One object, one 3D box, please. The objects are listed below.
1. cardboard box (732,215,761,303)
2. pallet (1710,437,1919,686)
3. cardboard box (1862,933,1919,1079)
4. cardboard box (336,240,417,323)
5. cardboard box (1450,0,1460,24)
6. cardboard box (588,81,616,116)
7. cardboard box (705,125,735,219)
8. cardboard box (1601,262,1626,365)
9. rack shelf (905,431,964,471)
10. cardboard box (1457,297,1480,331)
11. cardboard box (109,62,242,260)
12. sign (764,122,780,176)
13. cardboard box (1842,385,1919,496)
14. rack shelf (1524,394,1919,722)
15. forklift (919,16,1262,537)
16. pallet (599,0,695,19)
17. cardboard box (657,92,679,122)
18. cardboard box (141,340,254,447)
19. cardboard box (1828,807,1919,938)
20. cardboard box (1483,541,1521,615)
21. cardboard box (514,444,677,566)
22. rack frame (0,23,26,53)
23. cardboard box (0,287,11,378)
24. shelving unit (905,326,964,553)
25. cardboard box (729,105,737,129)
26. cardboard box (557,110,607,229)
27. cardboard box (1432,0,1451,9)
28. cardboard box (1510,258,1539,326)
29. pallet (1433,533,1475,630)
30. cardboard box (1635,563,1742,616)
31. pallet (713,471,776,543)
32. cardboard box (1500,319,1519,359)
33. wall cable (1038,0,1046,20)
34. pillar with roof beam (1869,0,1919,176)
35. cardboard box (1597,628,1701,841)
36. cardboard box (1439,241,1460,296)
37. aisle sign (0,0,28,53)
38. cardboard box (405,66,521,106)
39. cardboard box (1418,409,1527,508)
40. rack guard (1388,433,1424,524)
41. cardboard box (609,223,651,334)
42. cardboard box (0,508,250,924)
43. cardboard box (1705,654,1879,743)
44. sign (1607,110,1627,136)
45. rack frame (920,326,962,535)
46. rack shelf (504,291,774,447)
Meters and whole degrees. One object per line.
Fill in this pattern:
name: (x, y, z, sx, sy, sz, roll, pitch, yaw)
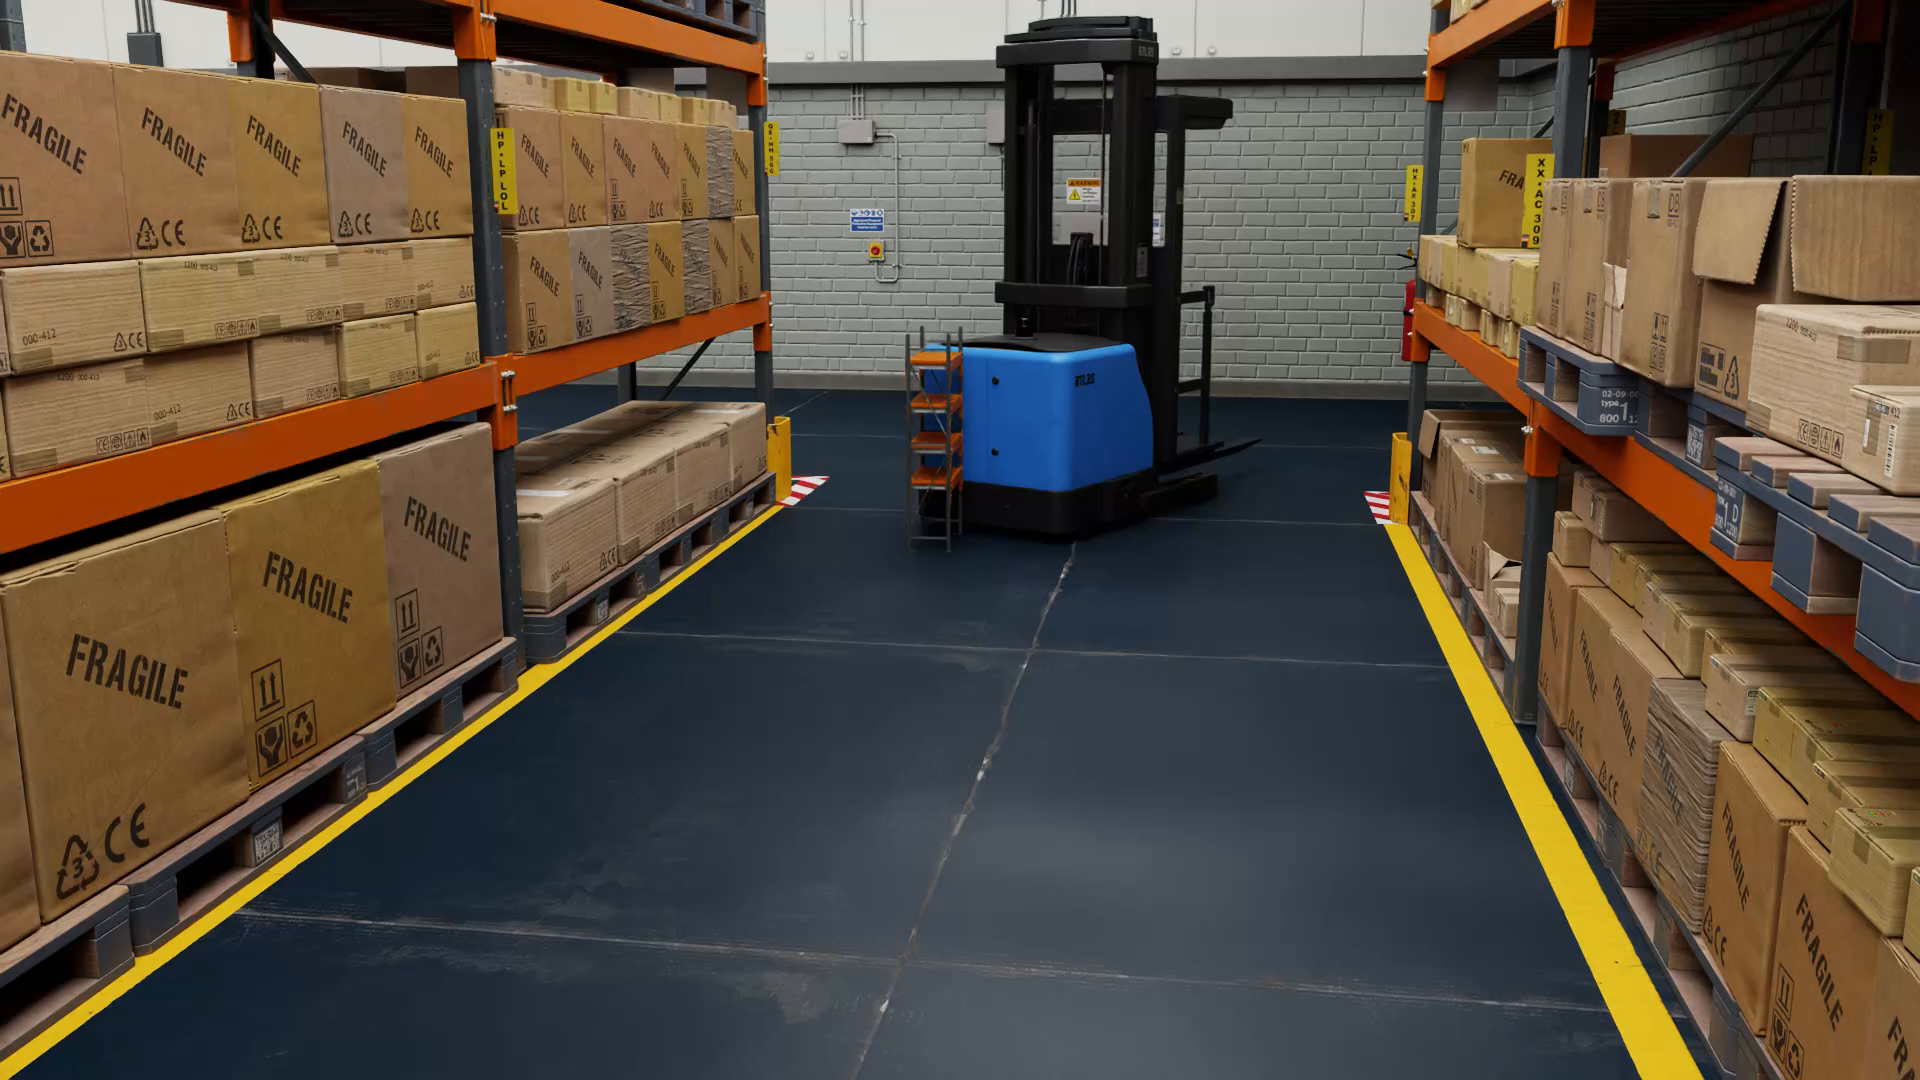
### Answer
cardboard box: (-1.513, -1.696, 10.004, 0.500, 0.500, 0.500, 2, 12, 9)
pallet: (2.009, 0.020, 2.736, 1.213, 0.211, 1.003, 2, 12, 9)
cardboard box: (1.827, 0.991, 2.710, 0.500, 0.500, 0.500, 2, 12, 10)
cardboard box: (-2.213, -0.890, 5.674, 0.500, 0.250, 0.500, 2, 12, 10)
cardboard box: (2.715, -2.724, 8.488, 0.380, 0.149, 0.250, 2, 12, 10)
cardboard box: (-1.821, -2.048, 7.725, 0.380, 0.149, 0.250, 2, 12, 7)
cardboard box: (-1.591, -2.076, 9.394, 0.500, 0.500, 0.500, 2, 12, 9)
cardboard box: (1.997, -0.626, 4.600, 0.396, 0.266, 0.258, 2, 12, 11)
rack shelf: (-0.139, -0.503, 9.297, 0.258, 0.148, 0.480, 2, 12, 7)
cardboard box: (2.616, -1.091, 8.034, 0.380, 0.149, 0.250, 2, 12, 10)
cardboard box: (-2.371, -1.039, 4.582, 0.500, 0.500, 0.500, 2, 12, 10)
sign: (-1.166, -2.417, 10.279, 0.100, 0.325, 0.005, 2, 12, 9)
cardboard box: (1.696, -0.162, 2.725, 0.380, 0.149, 0.250, 2, 12, 10)
rack shelf: (2.282, 0.005, 4.058, 1.077, 0.370, 4.000, 2, 12, 9)
forklift: (1.005, -1.712, 10.481, 1.130, 2.935, 3.031, 8, 15, 34)
pallet: (-1.989, -2.769, 8.314, 1.003, 0.211, 1.213, 2, 12, 9)
cardboard box: (-1.700, -2.262, 8.719, 0.380, 0.149, 0.250, 2, 12, 10)
cardboard box: (-2.386, -0.430, 4.726, 0.500, 0.250, 0.500, 2, 12, 9)
cardboard box: (1.812, 0.600, 2.985, 0.380, 0.149, 0.250, 1, 12, 6)
cardboard box: (2.440, 0.168, 7.085, 0.396, 0.266, 0.258, 2, 12, 11)
cardboard box: (-1.976, -0.190, 8.338, 0.875, 0.438, 0.875, 2, 12, 7)
rack frame: (-6.607, -1.895, 11.167, 1.000, 3.000, 0.127, 2, 12, 9)
cardboard box: (-2.528, -0.467, 3.708, 0.500, 0.250, 0.500, 2, 12, 10)
shelving unit: (-0.139, -0.568, 9.282, 0.258, 1.200, 0.503, 2, 12, 7)
cardboard box: (-1.558, -2.529, 9.960, 0.380, 0.149, 0.250, 2, 12, 9)
cardboard box: (-1.919, -1.657, 7.451, 0.500, 0.500, 0.500, 2, 12, 8)
cardboard box: (2.867, -3.051, 9.059, 0.500, 0.250, 0.500, 2, 12, 8)
cardboard box: (2.427, -0.949, 6.427, 0.500, 0.250, 0.500, 2, 12, 10)
pallet: (2.882, 0.203, 8.053, 1.003, 0.211, 1.213, 2, 12, 9)
cardboard box: (2.249, 0.174, 4.963, 0.380, 0.149, 0.250, 2, 12, 8)
pallet: (-1.746, -0.224, 10.030, 1.003, 0.211, 1.213, 2, 12, 9)
cardboard box: (2.424, -0.825, 6.796, 0.380, 0.149, 0.250, 2, 12, 10)
wall cable: (-0.361, -5.857, 15.310, 2.355, 3.000, 0.029, 2, 12, 9)
pillar with roof beam: (-0.666, -3.951, 6.466, 9.100, 9.000, 0.400, 2, 12, 9)
cardboard box: (2.140, 0.562, 4.703, 0.500, 0.500, 0.500, 2, 12, 7)
cardboard box: (2.717, -1.372, 8.387, 0.500, 0.250, 0.500, 2, 12, 8)
aisle sign: (-6.299, -3.171, 10.919, 0.394, 0.787, 0.004, 2, 12, 9)
cardboard box: (-2.010, -1.835, 6.739, 0.380, 0.149, 0.250, 2, 12, 8)
cardboard box: (3.017, -0.456, 9.420, 0.797, 0.503, 0.637, 1, 12, 6)
rack guard: (3.193, -0.358, 9.968, 1.175, 0.500, 0.348, 2, 12, 9)
cardboard box: (-1.820, -1.269, 8.025, 0.500, 0.500, 0.500, 2, 12, 9)
cardboard box: (-2.601, 0.416, 4.488, 0.875, 0.875, 0.875, 2, 12, 9)
cardboard box: (2.032, 0.383, 3.993, 0.380, 0.149, 0.250, 1, 12, 6)
sign: (3.750, -2.294, 9.520, 0.100, 0.325, 0.005, 2, 12, 9)
rack frame: (-0.107, -0.619, 9.519, 0.240, 1.200, 0.015, 2, 12, 7)
rack shelf: (-2.008, -0.988, 8.664, 1.077, 0.370, 4.000, 2, 12, 9)
